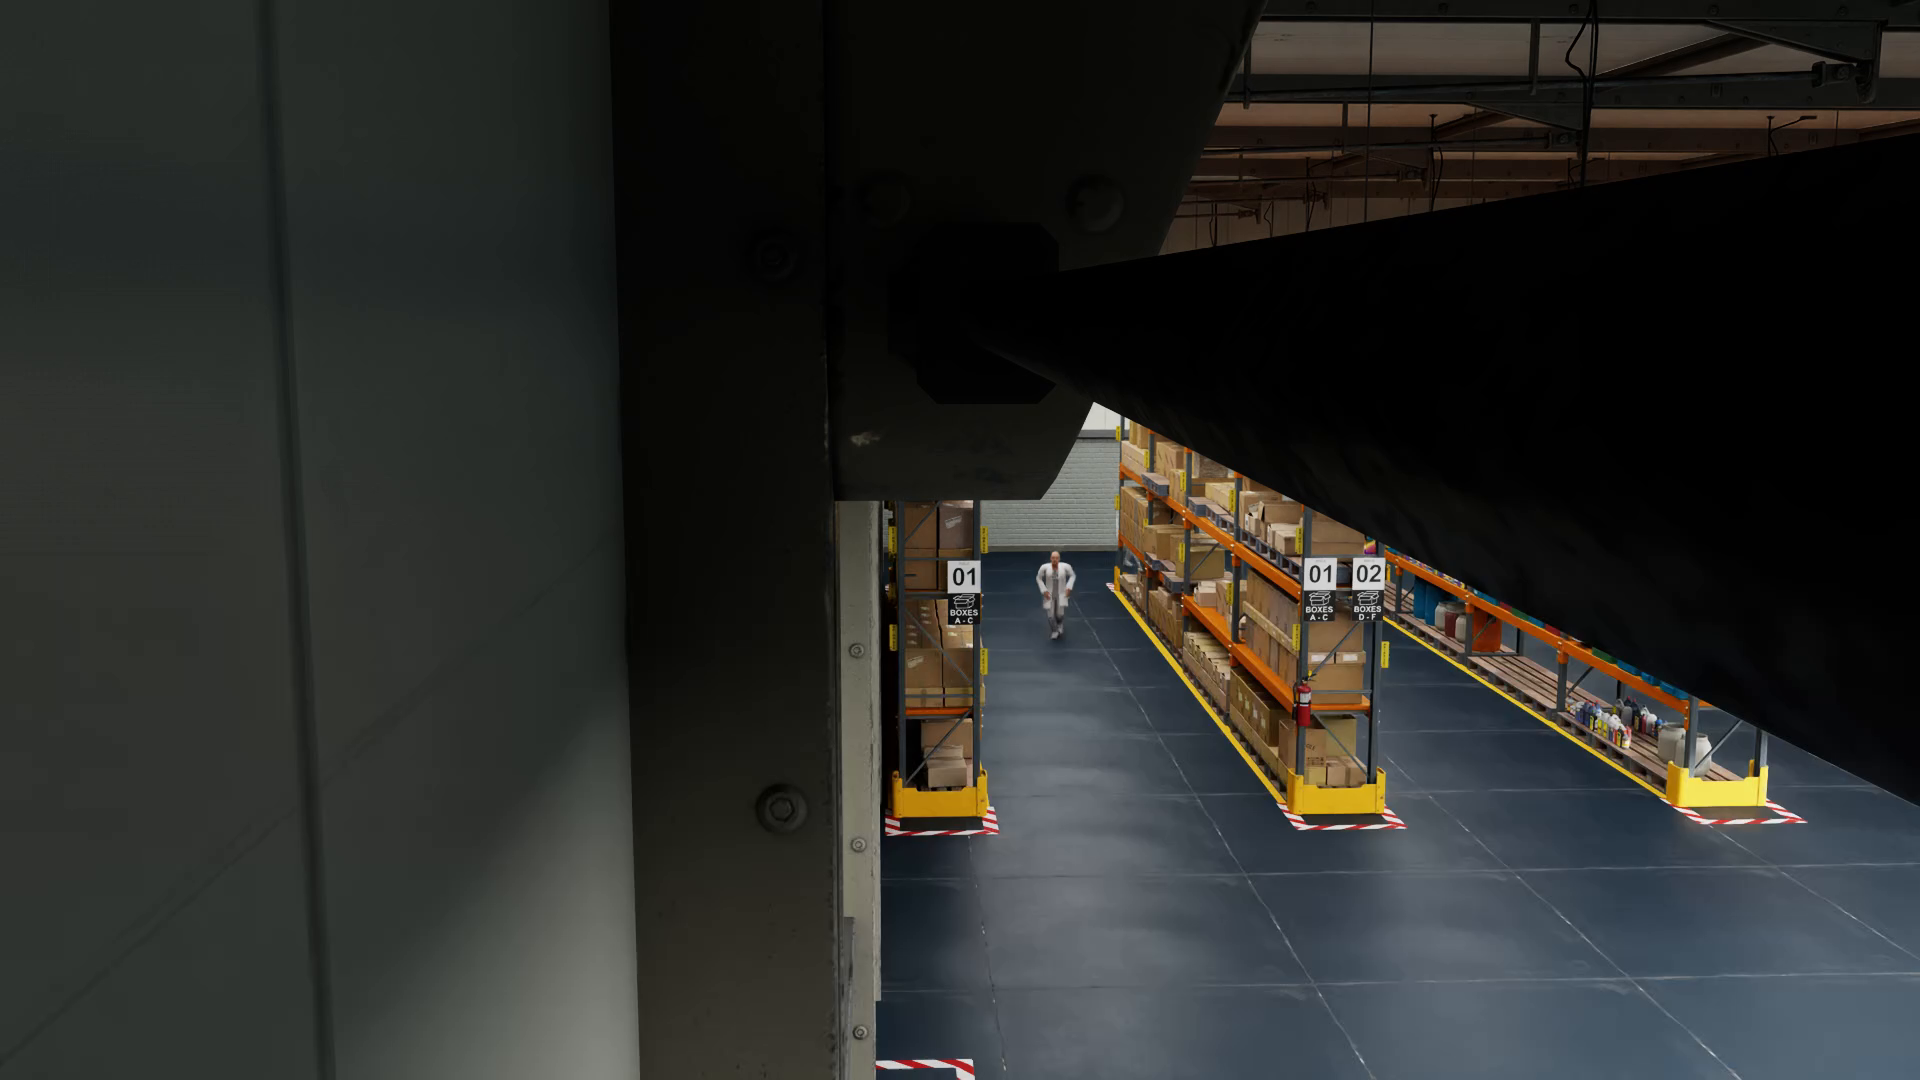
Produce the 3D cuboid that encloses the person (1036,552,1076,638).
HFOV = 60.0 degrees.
[{"bbox_3d":[1.798,1.025,31.190,0.744,1.685,0.653,1,8,5],"label":"person"}]

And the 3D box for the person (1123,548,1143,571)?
[{"bbox_3d":[4.160,-0.129,39.194,0.484,1.645,0.976,-6,10,-34],"label":"person"}]

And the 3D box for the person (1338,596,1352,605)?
[{"bbox_3d":[7.771,0.688,33.242,0.678,1.734,0.550,-8,11,-43],"label":"person"}]
